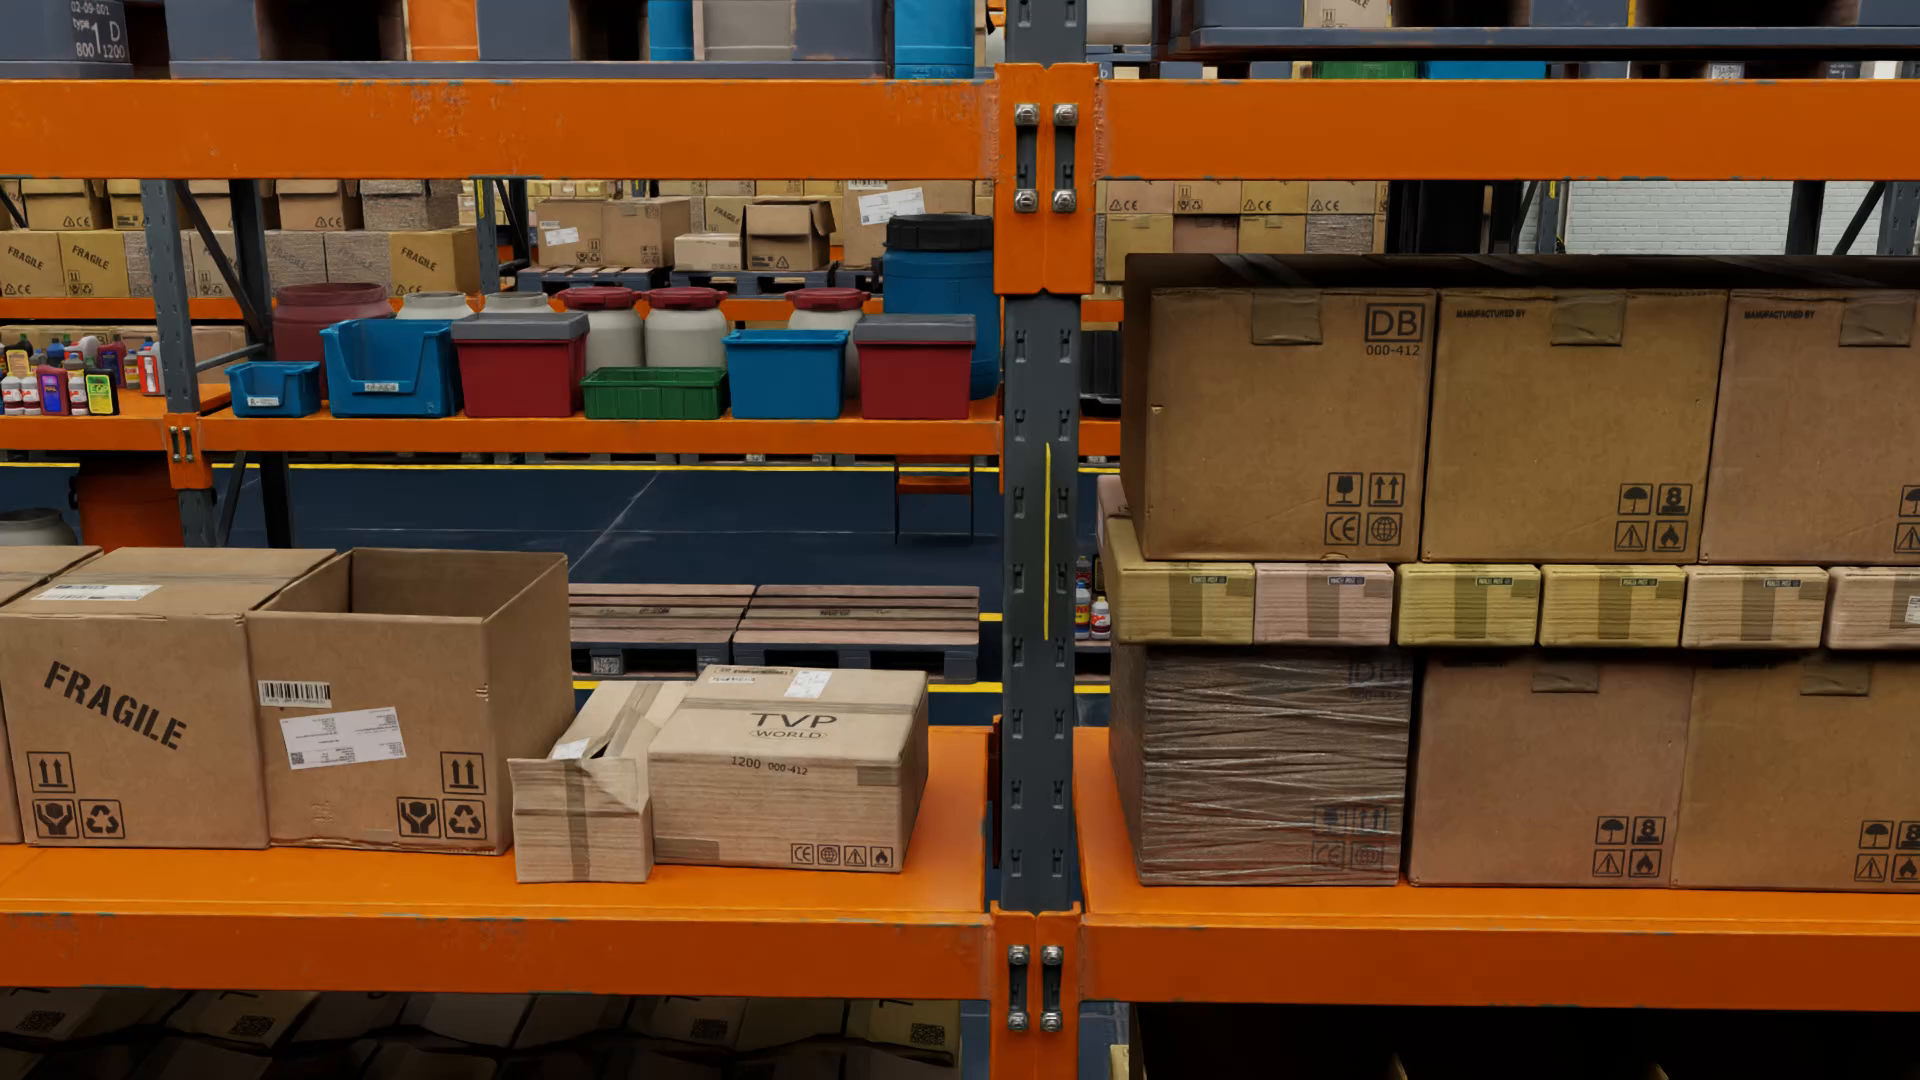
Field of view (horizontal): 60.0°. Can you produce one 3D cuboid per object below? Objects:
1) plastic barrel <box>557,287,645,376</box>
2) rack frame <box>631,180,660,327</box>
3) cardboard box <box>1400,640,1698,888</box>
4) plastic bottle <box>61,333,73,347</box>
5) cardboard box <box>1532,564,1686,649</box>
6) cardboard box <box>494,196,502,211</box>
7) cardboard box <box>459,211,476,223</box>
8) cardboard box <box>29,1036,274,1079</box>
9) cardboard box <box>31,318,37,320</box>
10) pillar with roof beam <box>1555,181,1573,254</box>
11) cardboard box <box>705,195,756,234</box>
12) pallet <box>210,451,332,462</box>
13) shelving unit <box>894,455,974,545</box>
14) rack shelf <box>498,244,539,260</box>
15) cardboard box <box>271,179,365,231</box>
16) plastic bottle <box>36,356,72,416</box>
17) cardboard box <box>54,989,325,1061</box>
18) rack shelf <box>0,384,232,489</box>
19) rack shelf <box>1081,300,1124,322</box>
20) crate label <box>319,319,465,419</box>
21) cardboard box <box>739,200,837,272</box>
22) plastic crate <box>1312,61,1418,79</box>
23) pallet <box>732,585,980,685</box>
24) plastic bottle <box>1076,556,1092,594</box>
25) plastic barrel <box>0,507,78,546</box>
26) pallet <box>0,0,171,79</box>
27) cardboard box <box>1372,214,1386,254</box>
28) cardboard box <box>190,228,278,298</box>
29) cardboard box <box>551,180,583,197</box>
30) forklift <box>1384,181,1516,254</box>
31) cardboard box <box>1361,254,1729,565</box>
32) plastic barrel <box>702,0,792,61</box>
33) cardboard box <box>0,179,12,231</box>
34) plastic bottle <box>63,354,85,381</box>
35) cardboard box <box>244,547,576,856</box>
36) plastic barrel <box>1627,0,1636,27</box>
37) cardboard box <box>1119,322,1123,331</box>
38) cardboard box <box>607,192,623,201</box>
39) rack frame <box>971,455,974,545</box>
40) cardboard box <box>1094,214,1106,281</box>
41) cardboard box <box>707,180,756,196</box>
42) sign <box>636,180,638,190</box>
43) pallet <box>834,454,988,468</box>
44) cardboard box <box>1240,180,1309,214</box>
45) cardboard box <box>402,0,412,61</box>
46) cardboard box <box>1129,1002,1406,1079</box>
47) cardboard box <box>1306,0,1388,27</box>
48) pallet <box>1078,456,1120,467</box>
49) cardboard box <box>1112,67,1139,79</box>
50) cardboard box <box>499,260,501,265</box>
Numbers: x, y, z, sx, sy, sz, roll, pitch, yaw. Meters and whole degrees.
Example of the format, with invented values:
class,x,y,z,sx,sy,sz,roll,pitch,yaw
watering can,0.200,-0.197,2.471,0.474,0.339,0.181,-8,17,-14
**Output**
class,x,y,z,sx,sy,sz,roll,pitch,yaw
plastic barrel,-1.834,-1.013,8.532,0.433,0.535,0.433,0,15,0
rack frame,-3.362,-3.431,17.963,0.127,3.000,1.000,0,15,1
cardboard box,1.123,0.341,3.473,0.500,0.500,0.700,0,15,1
plastic bottle,-4.736,-0.948,8.781,0.133,0.283,0.061,0,15,1
cardboard box,1.187,0.079,3.192,0.250,0.149,0.380,0,15,1
cardboard box,-4.896,-3.550,17.500,0.250,0.149,0.380,0,15,1
cardboard box,-5.149,-3.408,17.546,0.250,0.149,0.380,1,15,3
cardboard box,-1.781,1.302,3.493,0.500,0.311,0.500,0,15,1
cardboard box,-10.069,-2.358,18.079,0.250,0.149,0.380,1,15,3
pillar with roof beam,9.999,-7.906,23.165,0.400,9.000,9.100,0,15,1
cardboard box,-2.412,-3.405,17.669,0.500,0.500,0.500,0,15,1
pallet,-5.592,-0.851,13.652,1.213,0.211,1.003,0,15,1
shelving unit,-0.165,-0.581,10.691,0.503,1.200,0.258,0,15,1
rack shelf,-5.361,-3.096,18.105,4.000,0.370,1.077,0,15,1
cardboard box,-4.972,-2.714,13.083,0.637,0.503,0.797,1,15,3
plastic bottle,-4.362,-0.742,8.002,0.133,0.283,0.061,0,15,1
cardboard box,-1.791,1.165,4.011,0.500,0.311,0.500,1,15,3
rack shelf,-5.716,-0.569,8.525,4.000,0.370,1.077,0,15,1
rack shelf,2.408,-1.780,13.115,4.000,0.370,1.077,0,15,1
crate label,-2.730,-0.845,8.094,0.616,0.435,0.502,0,15,1
cardboard box,-1.326,-2.381,12.960,0.637,0.503,0.797,2,15,7
plastic crate,1.853,-2.146,7.628,0.450,0.188,0.336,0,15,1
pallet,-0.504,0.476,8.623,1.213,0.211,1.003,0,15,1
plastic bottle,0.653,0.186,8.878,0.097,0.201,0.097,0,15,0
plastic barrel,-4.772,0.117,8.571,0.421,0.512,0.421,0,15,0
pallet,-2.048,-1.011,3.283,1.213,0.211,1.003,1,15,4
cardboard box,3.356,-2.290,12.860,0.500,0.500,0.875,0,15,1
cardboard box,-5.615,-2.166,12.973,0.500,0.500,0.500,1,15,2
cardboard box,-4.115,-3.688,17.443,0.250,0.149,0.380,0,15,1
forklift,3.461,-1.427,10.502,3.031,2.935,1.130,0,15,-1
cardboard box,1.101,-0.286,3.303,0.500,0.500,0.700,0,15,1
plastic barrel,-0.885,-2.522,7.658,0.600,0.901,0.600,0,15,0
cardboard box,-8.061,-2.695,13.415,0.500,0.500,0.500,0,15,1
plastic bottle,-4.588,-0.864,8.623,0.097,0.201,0.097,0,15,0
cardboard box,-1.142,0.325,3.532,0.500,0.500,0.500,1,15,5
plastic barrel,3.138,-2.571,7.632,0.600,0.588,0.600,0,15,0
cardboard box,2.165,-2.554,17.980,0.875,0.875,0.875,0,15,2
cardboard box,-3.840,-3.710,18.110,0.250,0.149,0.380,1,15,4
rack frame,0.078,-0.580,10.685,0.015,1.200,0.240,0,15,1
cardboard box,0.857,-2.314,12.951,0.500,0.500,0.875,0,15,1
cardboard box,-2.408,-3.954,17.791,0.500,0.500,0.700,0,15,1
sign,-3.366,-3.814,17.301,0.005,0.325,0.100,0,15,1
pallet,-0.369,-0.797,13.446,1.213,0.211,1.003,0,15,1
cardboard box,2.352,-2.742,12.612,0.500,0.500,0.500,0,15,1
cardboard box,-4.201,-3.855,12.668,0.637,0.503,0.797,1,15,5
cardboard box,0.608,1.233,3.385,0.500,0.500,0.500,0,15,1
cardboard box,2.852,-3.944,12.271,0.500,0.500,0.500,0,15,1
pallet,1.081,-0.797,13.446,1.213,0.211,1.003,0,15,1
cardboard box,1.381,-3.448,12.442,0.500,0.250,0.500,0,15,1
cardboard box,-6.713,-3.912,23.129,0.875,0.875,0.875,1,15,3
